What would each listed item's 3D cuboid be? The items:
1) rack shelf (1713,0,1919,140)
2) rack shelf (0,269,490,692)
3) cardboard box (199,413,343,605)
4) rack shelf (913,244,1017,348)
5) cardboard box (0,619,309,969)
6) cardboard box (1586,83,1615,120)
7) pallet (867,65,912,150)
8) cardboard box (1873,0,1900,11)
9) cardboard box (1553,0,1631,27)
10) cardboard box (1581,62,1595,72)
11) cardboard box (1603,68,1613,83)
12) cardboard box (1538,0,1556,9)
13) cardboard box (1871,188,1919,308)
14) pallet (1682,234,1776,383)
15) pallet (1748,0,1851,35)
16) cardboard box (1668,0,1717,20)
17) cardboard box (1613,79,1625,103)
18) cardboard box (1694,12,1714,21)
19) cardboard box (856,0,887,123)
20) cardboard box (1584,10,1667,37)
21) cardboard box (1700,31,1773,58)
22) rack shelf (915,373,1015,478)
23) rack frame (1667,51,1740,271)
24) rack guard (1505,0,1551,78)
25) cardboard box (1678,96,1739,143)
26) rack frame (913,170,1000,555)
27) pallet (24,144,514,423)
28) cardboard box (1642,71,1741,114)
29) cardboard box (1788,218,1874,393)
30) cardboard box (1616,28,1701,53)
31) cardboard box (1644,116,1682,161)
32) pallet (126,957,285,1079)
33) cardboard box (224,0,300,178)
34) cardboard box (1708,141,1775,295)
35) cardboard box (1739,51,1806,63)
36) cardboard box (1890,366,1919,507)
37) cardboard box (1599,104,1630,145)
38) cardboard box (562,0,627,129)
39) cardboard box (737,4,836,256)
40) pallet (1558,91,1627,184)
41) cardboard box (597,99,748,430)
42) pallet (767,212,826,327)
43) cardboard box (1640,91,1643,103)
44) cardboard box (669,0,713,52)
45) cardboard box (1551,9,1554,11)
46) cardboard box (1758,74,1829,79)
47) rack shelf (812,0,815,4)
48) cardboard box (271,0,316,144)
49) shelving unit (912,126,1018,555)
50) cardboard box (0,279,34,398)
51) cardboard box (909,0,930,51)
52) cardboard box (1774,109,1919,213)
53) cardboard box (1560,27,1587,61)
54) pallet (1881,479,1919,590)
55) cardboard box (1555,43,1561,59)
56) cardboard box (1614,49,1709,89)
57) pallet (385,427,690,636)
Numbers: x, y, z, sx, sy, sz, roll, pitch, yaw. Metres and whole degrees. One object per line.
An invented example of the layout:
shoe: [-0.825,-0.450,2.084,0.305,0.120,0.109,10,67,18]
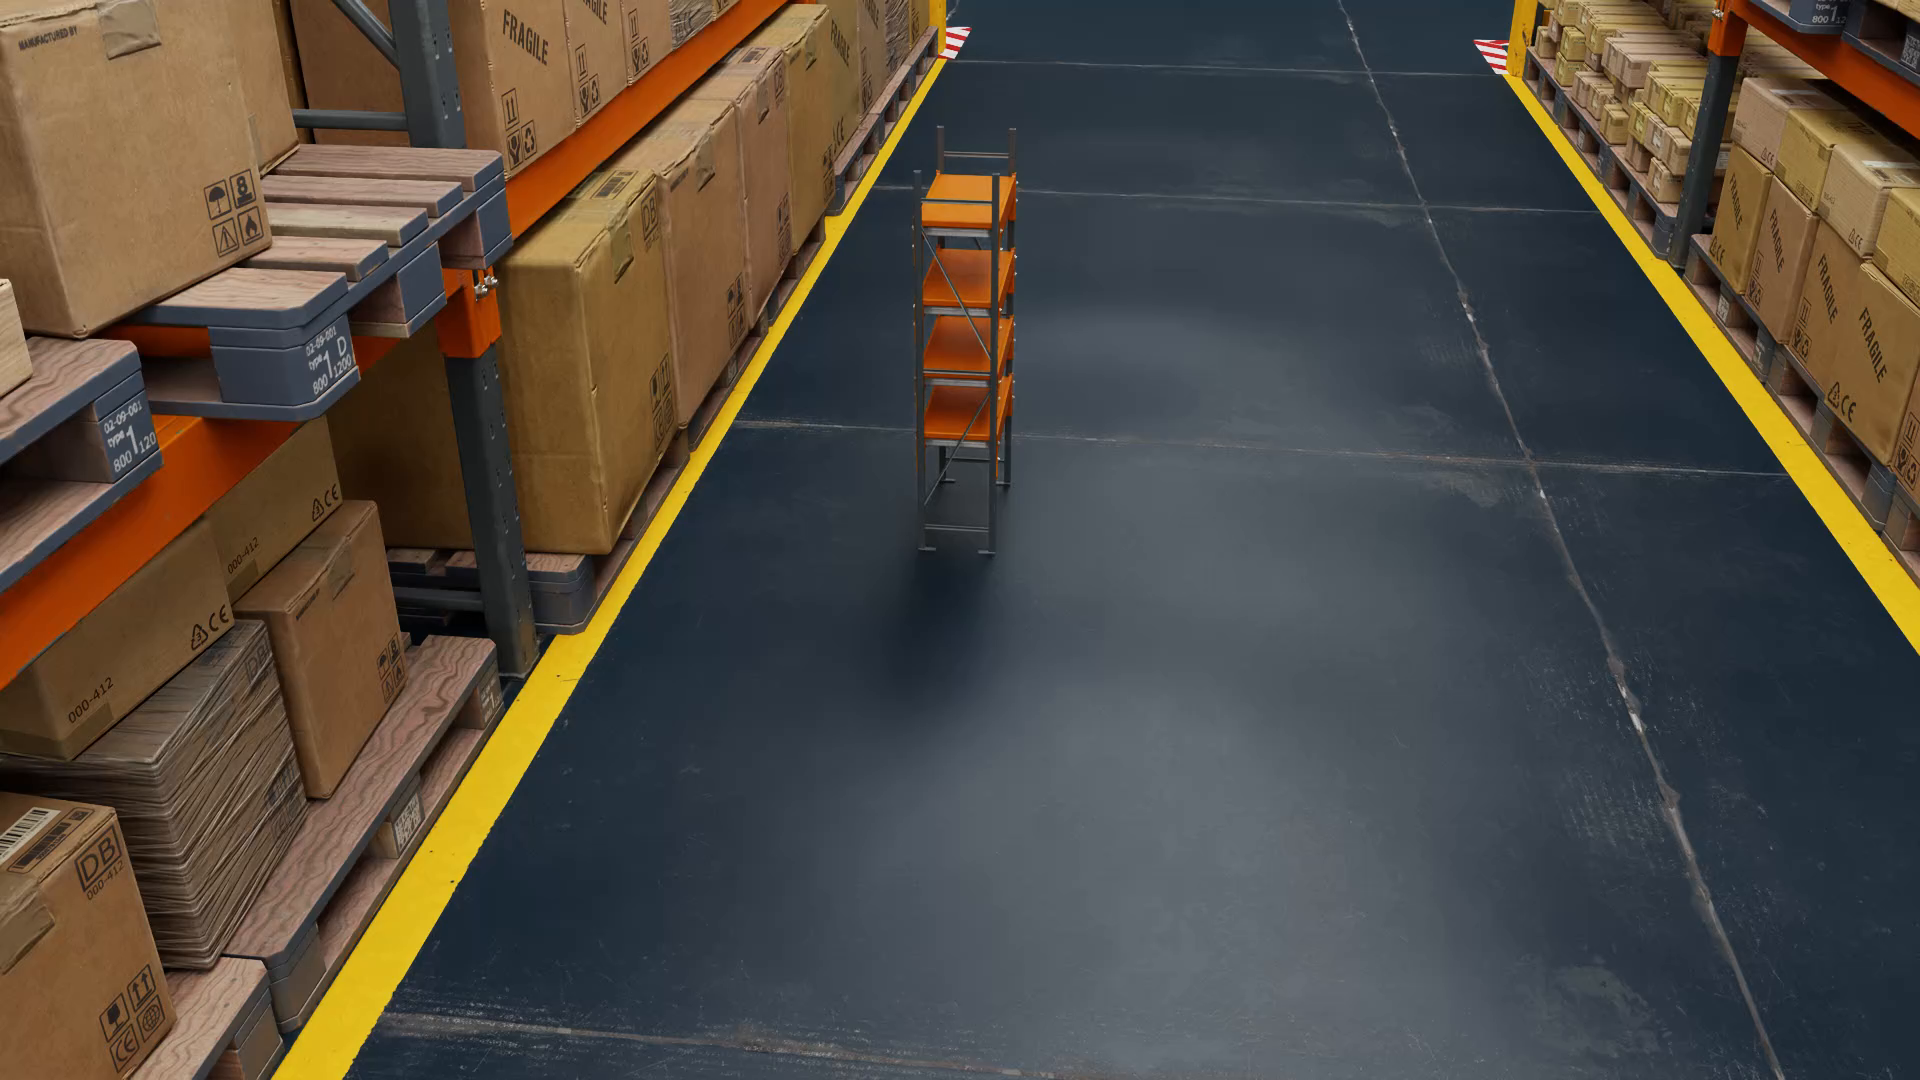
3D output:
rack shelf: [3.481,-1.281,5.223,1.077,0.370,4.000,3,28,6]
rack shelf: [-1.919,0.266,2.351,1.077,0.370,4.000,3,28,6]
cardboard box: [-1.727,-0.098,3.650,0.500,0.250,0.500,4,29,8]
rack shelf: [0.020,-0.744,5.036,0.258,0.148,0.480,3,28,6]
cardboard box: [-1.792,0.493,3.343,0.700,0.500,0.500,1,28,2]
cardboard box: [3.658,-2.395,9.095,0.380,0.149,0.250,3,28,6]
pallet: [-0.866,-2.576,9.810,1.003,0.211,1.213,3,28,6]
cardboard box: [3.033,-1.721,5.104,0.380,0.149,0.250,2,28,4]
cardboard box: [3.742,-3.139,9.849,0.380,0.149,0.250,3,28,6]
cardboard box: [3.783,-2.639,9.548,0.380,0.149,0.250,3,29,6]
cardboard box: [3.796,-2.630,9.218,0.380,0.149,0.250,5,29,9]
cardboard box: [3.815,-3.386,10.309,0.380,0.149,0.250,2,28,4]
cardboard box: [3.188,-0.884,5.131,0.500,0.250,0.500,4,29,7]
pallet: [3.632,-0.945,6.781,1.003,0.211,1.213,3,28,6]
pallet: [3.488,-2.103,6.193,1.003,0.211,1.213,3,28,6]
cardboard box: [4.409,-3.105,9.787,0.380,0.149,0.250,3,28,5]
cardboard box: [3.678,-2.380,8.754,0.380,0.149,0.250,2,28,4]
cardboard box: [4.337,-2.857,9.327,0.380,0.149,0.250,4,29,8]
cardboard box: [-0.914,-2.854,9.182,0.875,0.875,0.875,3,28,6]
cardboard box: [3.751,-2.887,9.382,0.380,0.149,0.250,4,29,8]
cardboard box: [4.191,-2.615,8.877,0.380,0.149,0.250,3,29,6]
rack shelf: [0.020,-0.372,5.236,0.258,0.148,0.480,3,28,6]
rack frame: [3.726,-2.539,6.800,1.000,3.000,0.127,3,28,6]
rack guard: [4.207,-3.285,10.821,1.175,0.500,0.348,3,28,6]
cardboard box: [3.511,-1.913,7.574,0.380,0.149,0.250,4,29,8]
rack frame: [-0.010,-0.491,4.897,0.240,1.200,0.015,3,28,6]
pallet: [-1.656,-0.566,3.340,1.213,0.211,1.003,3,28,6]
cardboard box: [3.527,-2.153,8.020,0.380,0.149,0.250,3,28,6]
cardboard box: [3.258,-0.794,5.754,0.500,0.500,0.500,4,29,7]
cardboard box: [3.737,-2.642,8.927,0.380,0.149,0.250,3,29,6]
cardboard box: [3.470,-1.894,7.853,0.380,0.149,0.250,2,28,4]
pallet: [-1.924,1.176,2.844,1.003,0.211,1.213,3,28,6]
cardboard box: [-1.701,-0.964,3.329,0.500,0.500,0.500,0,28,0]
cardboard box: [3.372,-1.291,6.676,0.500,0.500,0.500,4,29,8]
cardboard box: [4.170,-2.368,8.418,0.380,0.149,0.250,4,29,7]
cardboard box: [3.124,-0.310,4.855,0.500,0.500,0.500,4,29,8]
cardboard box: [3.563,-2.160,8.660,0.380,0.149,0.250,3,28,6]
cardboard box: [-1.284,-1.492,4.751,0.500,0.500,0.500,3,28,5]
cardboard box: [-1.243,-1.822,7.266,1.225,0.875,0.875,3,29,6]
pallet: [3.920,-2.205,9.121,1.003,0.211,1.213,3,28,6]
cardboard box: [-1.452,-0.984,5.711,1.225,0.875,0.875,3,29,6]
pallet: [-1.204,-1.279,7.402,1.003,0.211,1.213,3,28,6]
cardboard box: [3.613,-2.134,8.298,0.380,0.149,0.250,4,29,7]
cardboard box: [-1.161,-1.968,5.635,0.500,0.500,0.500,3,29,6]
cardboard box: [3.897,-3.251,10.371,0.380,0.149,0.250,5,29,8]
cardboard box: [4.048,-2.129,7.975,0.380,0.149,0.250,3,28,5]
rack shelf: [-0.939,-3.499,9.341,1.077,0.370,4.000,3,28,6]
cardboard box: [-1.860,-1.282,4.362,0.500,0.500,0.500,4,29,8]
shelving unit: [0.020,-0.606,5.110,0.258,1.200,0.503,3,28,6]
cardboard box: [-1.611,-0.317,2.374,0.396,0.266,0.258,3,28,5]
cardboard box: [-0.693,-3.701,10.755,0.875,0.875,0.875,3,28,6]
cardboard box: [3.310,-1.370,6.033,0.500,0.250,0.500,4,29,8]
cardboard box: [3.726,-2.890,9.702,0.380,0.149,0.250,4,29,8]
pallet: [3.333,0.204,4.649,1.003,0.211,1.213,3,28,6]
cardboard box: [3.883,-2.995,10.211,0.380,0.149,0.250,3,28,6]
cardboard box: [3.577,-2.404,8.485,0.380,0.149,0.250,2,28,4]
pallet: [-1.503,-0.131,5.270,1.003,0.211,1.213,3,28,6]
